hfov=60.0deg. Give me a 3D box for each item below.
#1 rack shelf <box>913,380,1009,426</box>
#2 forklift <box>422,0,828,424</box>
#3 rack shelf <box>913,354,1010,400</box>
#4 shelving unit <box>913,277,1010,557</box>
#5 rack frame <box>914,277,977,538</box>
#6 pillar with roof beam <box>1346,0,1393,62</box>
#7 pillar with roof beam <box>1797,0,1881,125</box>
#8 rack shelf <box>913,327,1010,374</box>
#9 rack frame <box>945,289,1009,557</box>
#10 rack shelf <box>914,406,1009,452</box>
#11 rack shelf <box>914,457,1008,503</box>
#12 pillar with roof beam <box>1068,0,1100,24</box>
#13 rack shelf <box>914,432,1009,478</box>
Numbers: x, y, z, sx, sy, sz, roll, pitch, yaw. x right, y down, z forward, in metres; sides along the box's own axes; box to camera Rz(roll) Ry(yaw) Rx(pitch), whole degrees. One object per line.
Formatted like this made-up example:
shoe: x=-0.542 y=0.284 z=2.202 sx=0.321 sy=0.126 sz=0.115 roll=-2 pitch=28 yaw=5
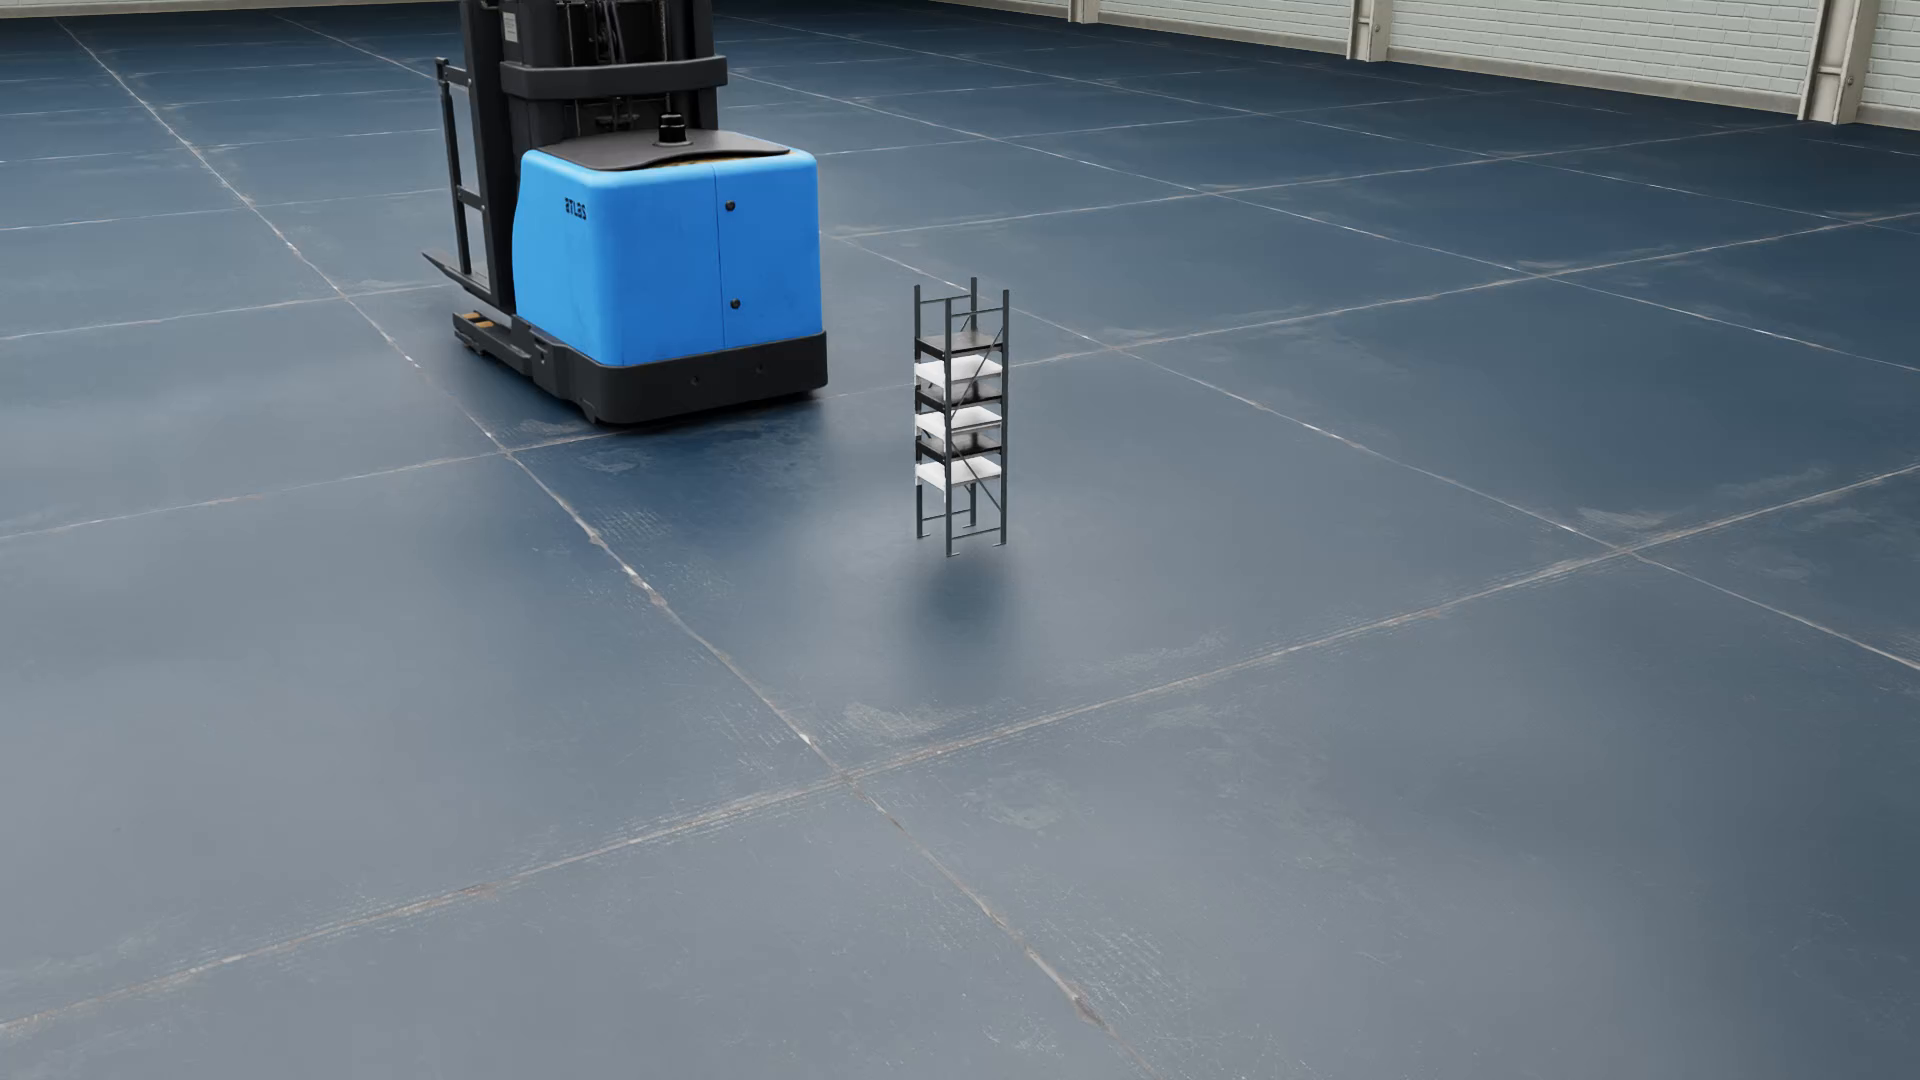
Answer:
rack shelf: x=0.004 y=-0.467 z=5.614 sx=0.258 sy=0.077 sz=0.200 roll=-13 pitch=25 yaw=-28
forklift: x=-1.822 y=-2.332 z=7.656 sx=1.130 sy=2.935 sz=3.031 roll=-14 pitch=26 yaw=-31
rack shelf: x=0.004 y=-0.550 z=5.580 sx=0.258 sy=0.077 sz=0.200 roll=-13 pitch=25 yaw=-28
shelving unit: x=0.004 y=-0.414 z=5.636 sx=0.258 sy=0.900 sz=0.210 roll=-13 pitch=25 yaw=-28
rack frame: x=-0.048 y=-0.447 z=5.717 sx=0.240 sy=0.900 sz=0.006 roll=-13 pitch=25 yaw=-28
pillar with roof beam: x=1.215 y=-9.144 z=16.358 sx=9.100 sy=9.000 sz=0.400 roll=-13 pitch=25 yaw=-28
pillar with roof beam: x=4.279 y=-7.202 z=11.579 sx=9.100 sy=9.000 sz=0.400 roll=-13 pitch=25 yaw=-28
rack shelf: x=0.004 y=-0.633 z=5.546 sx=0.258 sy=0.077 sz=0.200 roll=-13 pitch=25 yaw=-28
rack frame: x=0.056 y=-0.381 z=5.555 sx=0.240 sy=0.900 sz=0.006 roll=-13 pitch=25 yaw=-28
rack shelf: x=0.004 y=-0.383 z=5.648 sx=0.258 sy=0.077 sz=0.200 roll=-13 pitch=25 yaw=-28
rack shelf: x=0.004 y=-0.217 z=5.716 sx=0.258 sy=0.077 sz=0.200 roll=-13 pitch=25 yaw=-28
pillar with roof beam: x=-1.850 y=-11.086 z=21.136 sx=9.100 sy=9.000 sz=0.400 roll=-13 pitch=25 yaw=-28
rack shelf: x=0.004 y=-0.300 z=5.682 sx=0.258 sy=0.077 sz=0.200 roll=-13 pitch=25 yaw=-28
